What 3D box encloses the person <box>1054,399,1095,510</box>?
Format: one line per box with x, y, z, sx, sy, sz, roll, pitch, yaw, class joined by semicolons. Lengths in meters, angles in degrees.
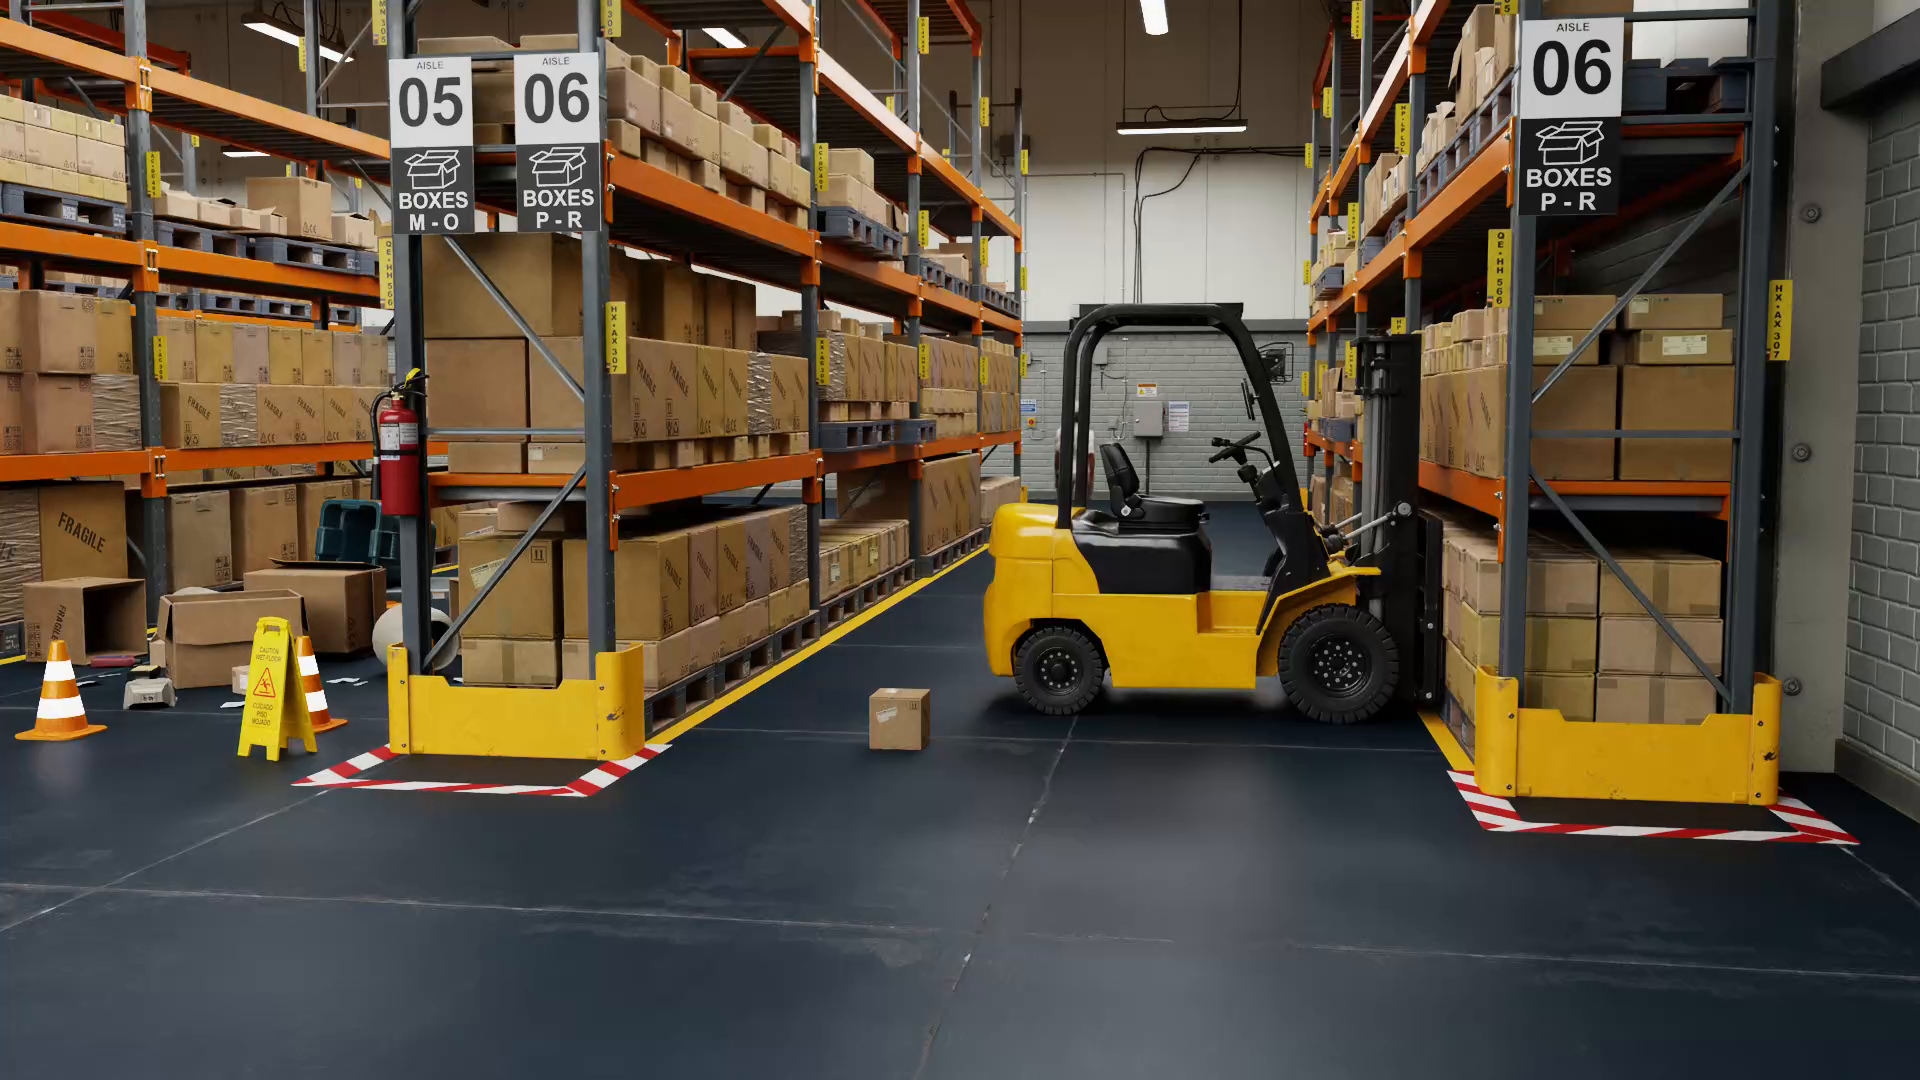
1.248;-0.696;18.161;0.446;1.679;0.632;1;5;9;person
